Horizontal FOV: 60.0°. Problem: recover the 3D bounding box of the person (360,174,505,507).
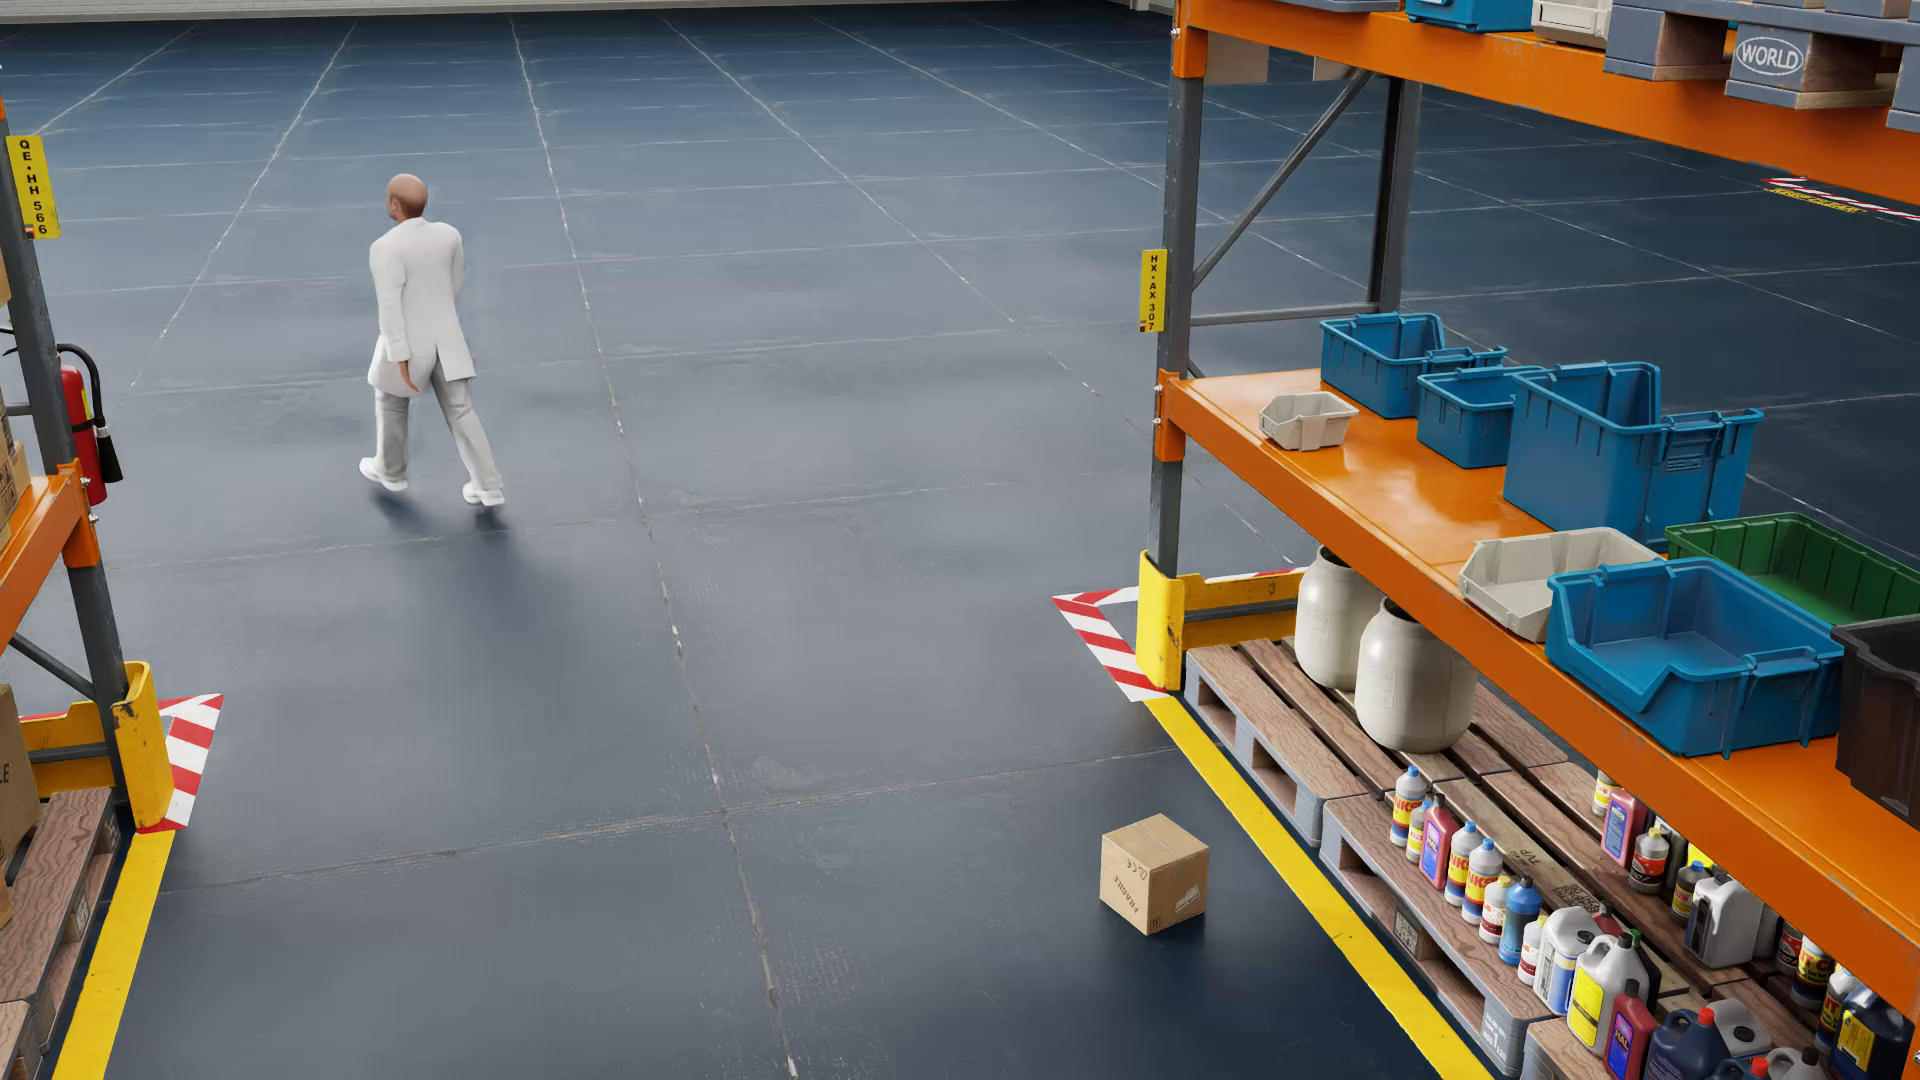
[{"bbox_3d":[-2.799,-1.040,8.607,0.563,1.726,1.118,-21,30,-41],"label":"person"}]
